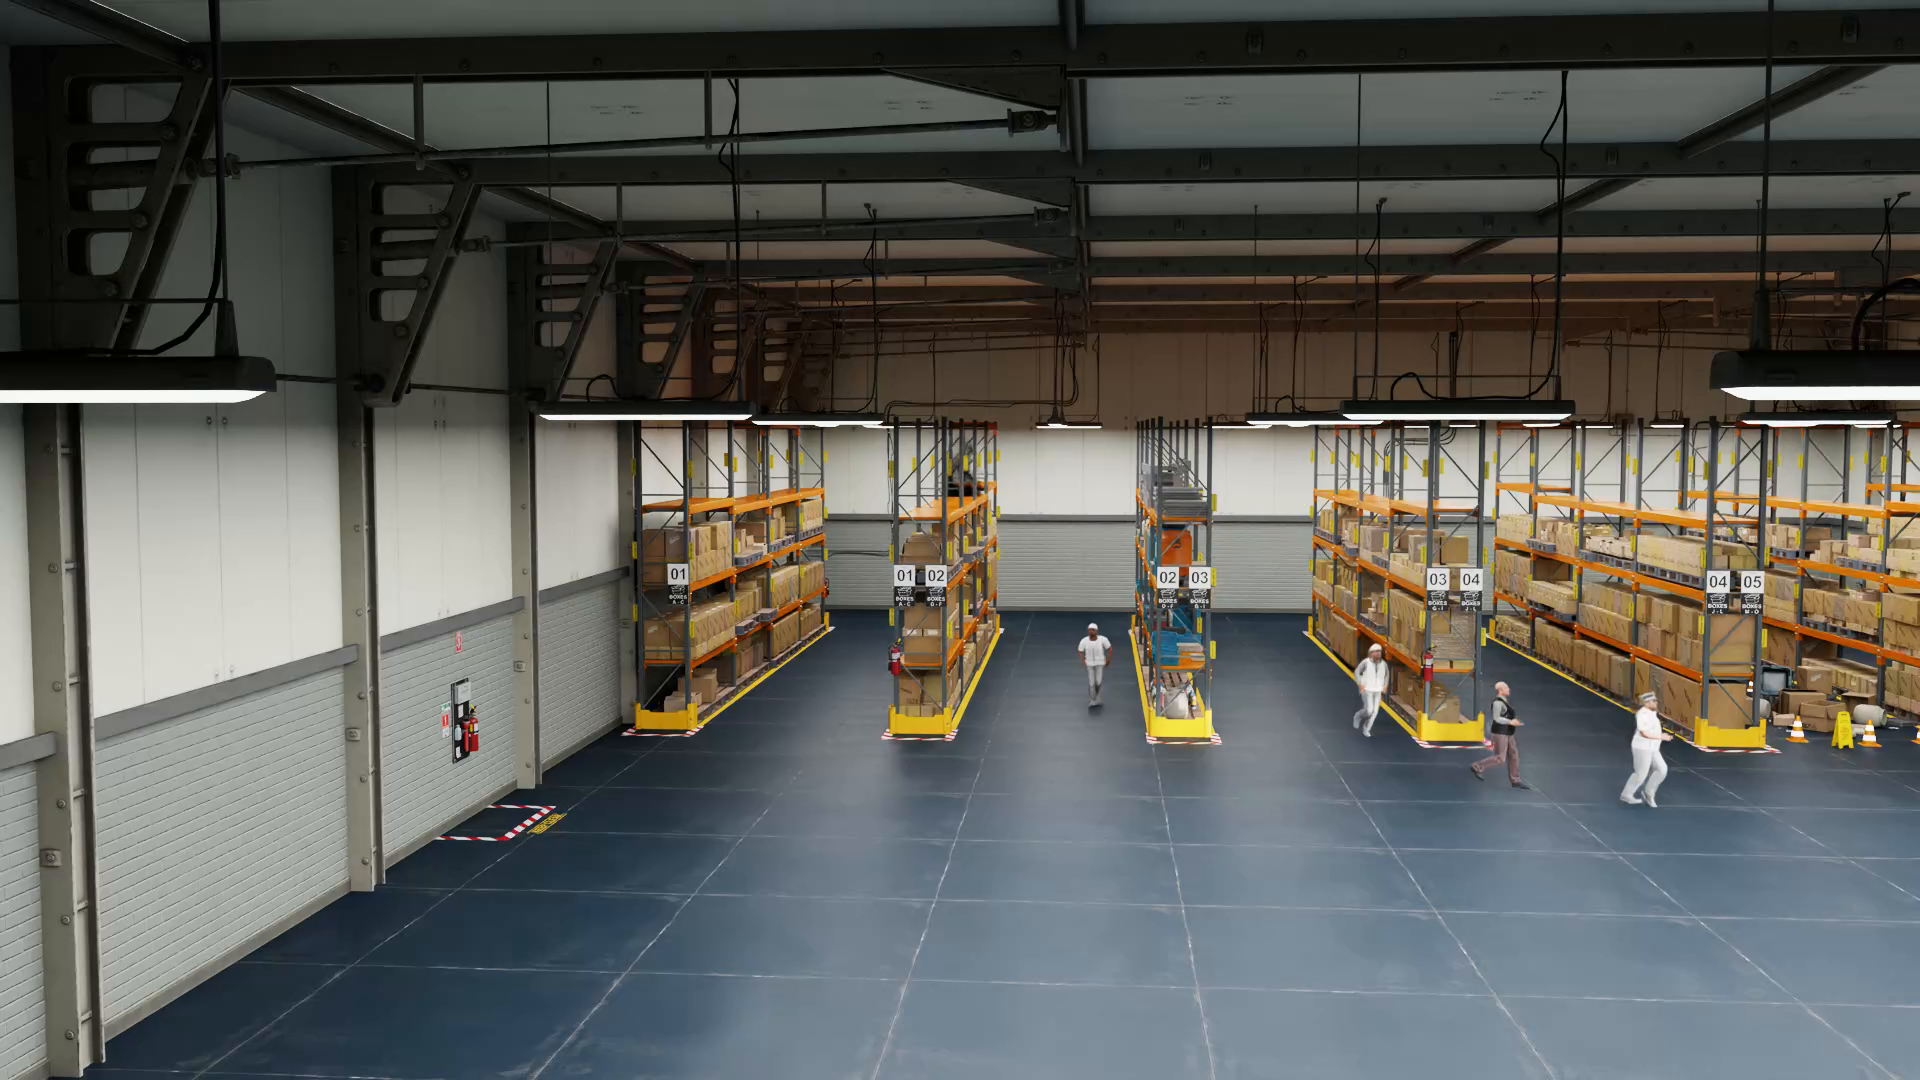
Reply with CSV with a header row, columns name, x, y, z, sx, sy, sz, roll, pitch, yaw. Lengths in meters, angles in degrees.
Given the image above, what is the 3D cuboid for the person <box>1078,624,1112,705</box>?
name,x,y,z,sx,sy,sz,roll,pitch,yaw
person,2.793,2.600,34.572,0.712,1.721,0.566,1,4,9

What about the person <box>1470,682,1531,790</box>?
name,x,y,z,sx,sy,sz,roll,pitch,yaw
person,8.653,3.123,26.582,0.936,1.717,0.661,2,4,31

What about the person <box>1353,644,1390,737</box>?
name,x,y,z,sx,sy,sz,roll,pitch,yaw
person,7.803,2.824,31.410,0.663,1.734,0.565,-1,4,-10

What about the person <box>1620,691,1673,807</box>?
name,x,y,z,sx,sy,sz,roll,pitch,yaw
person,10.468,3.209,25.297,0.741,1.847,0.677,3,5,37
